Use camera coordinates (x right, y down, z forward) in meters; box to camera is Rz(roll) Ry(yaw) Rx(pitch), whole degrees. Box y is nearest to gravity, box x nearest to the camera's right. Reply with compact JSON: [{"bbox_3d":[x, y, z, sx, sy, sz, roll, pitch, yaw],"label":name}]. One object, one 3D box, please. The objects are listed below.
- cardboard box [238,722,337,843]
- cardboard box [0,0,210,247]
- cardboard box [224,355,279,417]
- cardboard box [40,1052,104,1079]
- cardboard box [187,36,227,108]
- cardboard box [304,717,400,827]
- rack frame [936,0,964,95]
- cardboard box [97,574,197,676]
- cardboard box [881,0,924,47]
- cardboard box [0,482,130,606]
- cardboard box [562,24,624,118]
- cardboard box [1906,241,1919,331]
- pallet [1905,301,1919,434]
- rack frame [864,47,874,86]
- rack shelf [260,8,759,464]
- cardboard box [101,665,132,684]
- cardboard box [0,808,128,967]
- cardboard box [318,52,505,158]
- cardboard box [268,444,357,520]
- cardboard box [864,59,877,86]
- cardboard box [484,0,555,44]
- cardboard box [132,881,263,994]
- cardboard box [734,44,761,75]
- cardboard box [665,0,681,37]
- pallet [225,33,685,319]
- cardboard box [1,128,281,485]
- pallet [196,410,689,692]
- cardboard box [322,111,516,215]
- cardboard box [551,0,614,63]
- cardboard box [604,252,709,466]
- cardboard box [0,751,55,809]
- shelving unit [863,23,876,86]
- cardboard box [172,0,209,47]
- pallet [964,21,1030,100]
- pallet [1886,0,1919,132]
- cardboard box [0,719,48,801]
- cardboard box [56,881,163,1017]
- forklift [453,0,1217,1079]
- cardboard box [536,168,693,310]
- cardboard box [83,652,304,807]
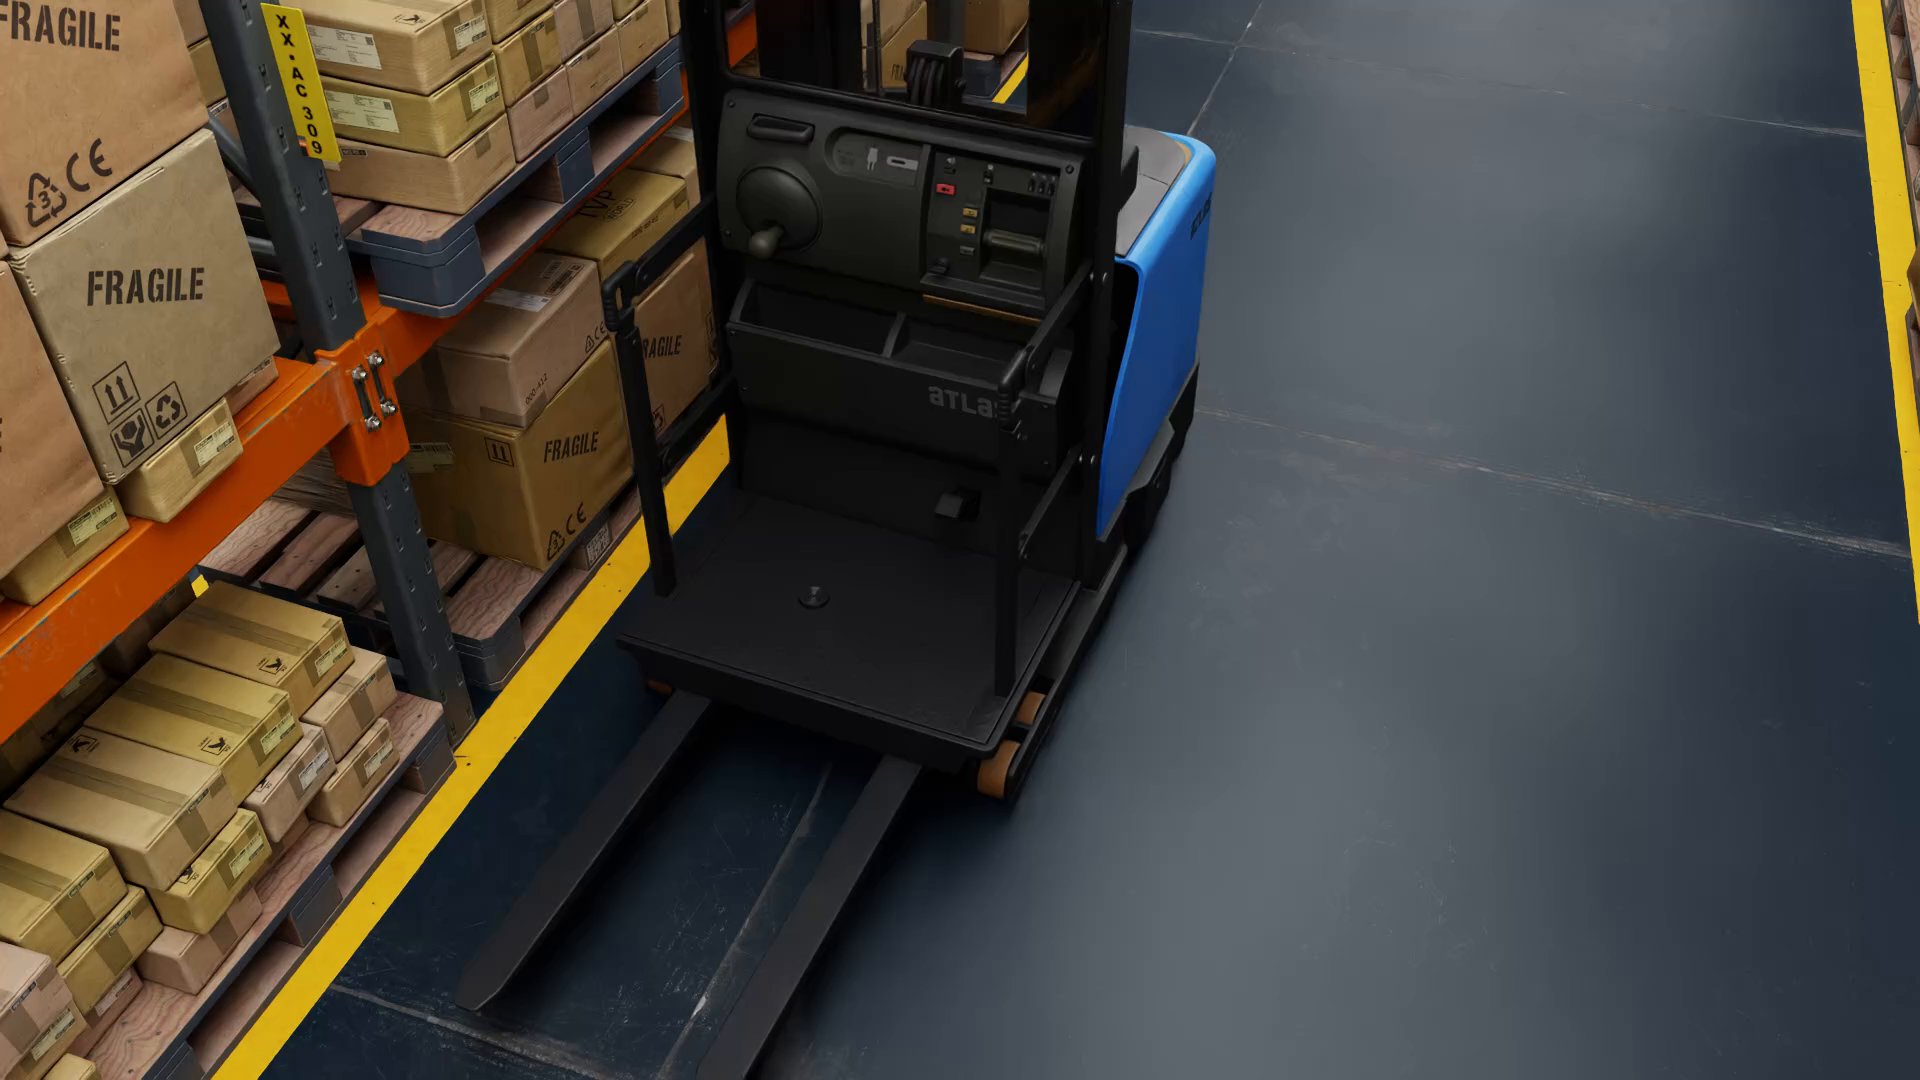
[{"bbox_3d":[-1.729,0.540,3.950,0.380,0.149,0.250,11,42,13],"label":"cardboard box"},{"bbox_3d":[-1.746,-0.887,2.902,0.500,0.500,0.500,12,42,14],"label":"cardboard box"},{"bbox_3d":[-1.717,-0.381,3.579,0.380,0.149,0.250,13,42,15],"label":"cardboard box"},{"bbox_3d":[-2.007,1.168,3.442,0.380,0.149,0.250,13,42,15],"label":"cardboard box"},{"bbox_3d":[-1.889,-1.166,3.947,0.380,0.149,0.250,15,43,16],"label":"cardboard box"},{"bbox_3d":[-1.653,0.537,4.182,0.380,0.149,0.250,14,42,16],"label":"cardboard box"},{"bbox_3d":[-0.471,-3.142,6.622,1.000,3.000,0.127,13,42,15],"label":"rack frame"},{"bbox_3d":[-2.152,0.160,4.166,0.380,0.149,0.250,15,43,17],"label":"cardboard box"},{"bbox_3d":[-0.459,-2.161,6.496,0.500,0.250,0.500,12,42,14],"label":"cardboard box"},{"bbox_3d":[-1.850,-0.050,3.191,0.380,0.149,0.250,15,43,17],"label":"cardboard box"},{"bbox_3d":[-1.094,-1.227,4.247,0.380,0.149,0.250,14,42,15],"label":"cardboard box"},{"bbox_3d":[3.900,-0.915,5.325,1.225,0.875,0.875,11,42,13],"label":"cardboard box"},{"bbox_3d":[3.815,-0.455,5.620,1.003,0.211,1.213,13,42,15],"label":"pallet"},{"bbox_3d":[-0.393,-1.087,5.599,0.240,1.200,0.006,-1,41,-1],"label":"rack frame"},{"bbox_3d":[-1.155,-1.649,5.426,1.077,0.370,4.000,13,42,15],"label":"rack shelf"},{"bbox_3d":[-2.264,0.259,4.279,0.380,0.149,0.250,15,43,17],"label":"cardboard box"},{"bbox_3d":[-2.007,0.730,3.498,0.380,0.149,0.250,15,43,16],"label":"cardboard box"},{"bbox_3d":[-1.272,-1.018,3.773,0.380,0.149,0.250,14,42,16],"label":"cardboard box"},{"bbox_3d":[-1.823,-0.419,5.032,0.500,0.500,0.500,13,42,14],"label":"cardboard box"},{"bbox_3d":[-0.632,-1.576,6.388,0.500,0.500,0.500,15,43,17],"label":"cardboard box"},{"bbox_3d":[-1.183,-1.303,3.877,0.380,0.149,0.250,14,43,16],"label":"cardboard box"},{"bbox_3d":[-1.850,0.852,3.813,0.380,0.149,0.250,12,42,14],"label":"cardboard box"},{"bbox_3d":[-0.810,-1.544,5.773,0.500,0.250,0.500,14,42,16],"label":"cardboard box"},{"bbox_3d":[-0.920,-1.535,4.608,0.380,0.149,0.250,12,42,13],"label":"cardboard box"},{"bbox_3d":[-1.441,-1.063,4.333,1.003,0.211,1.213,13,42,15],"label":"pallet"},{"bbox_3d":[-1.739,-0.496,3.214,0.500,0.500,0.500,13,42,15],"label":"cardboard box"},{"bbox_3d":[-1.574,-0.117,5.224,1.003,0.211,1.213,13,42,15],"label":"pallet"},{"bbox_3d":[-1.272,-0.905,3.870,0.380,0.149,0.250,11,42,13],"label":"cardboard box"},{"bbox_3d":[-1.097,-1.334,4.143,0.380,0.149,0.250,14,42,16],"label":"cardboard box"},{"bbox_3d":[-1.158,-0.626,5.275,0.500,0.500,0.500,15,43,17],"label":"cardboard box"},{"bbox_3d":[-2.315,0.590,3.891,0.380,0.149,0.250,13,42,15],"label":"cardboard box"},{"bbox_3d":[-0.396,-1.146,5.669,0.258,1.200,0.189,-1,41,-1],"label":"shelving unit"},{"bbox_3d":[-1.885,-1.281,3.852,0.380,0.149,0.250,15,43,17],"label":"cardboard box"},{"bbox_3d":[-0.131,-2.546,8.071,1.003,0.211,1.213,13,42,15],"label":"pallet"},{"bbox_3d":[4.843,-2.137,7.592,1.003,0.211,1.213,13,42,15],"label":"pallet"},{"bbox_3d":[-2.342,0.480,3.791,0.380,0.149,0.250,13,42,14],"label":"cardboard box"},{"bbox_3d":[-1.982,0.838,3.600,0.380,0.149,0.250,14,42,15],"label":"cardboard box"},{"bbox_3d":[-0.243,-0.740,3.859,1.130,2.935,3.031,15,43,17],"label":"forklift"},{"bbox_3d":[-1.158,-0.914,5.035,0.500,0.250,0.500,14,43,16],"label":"cardboard box"},{"bbox_3d":[-1.766,0.435,3.843,0.380,0.149,0.250,14,42,16],"label":"cardboard box"}]
